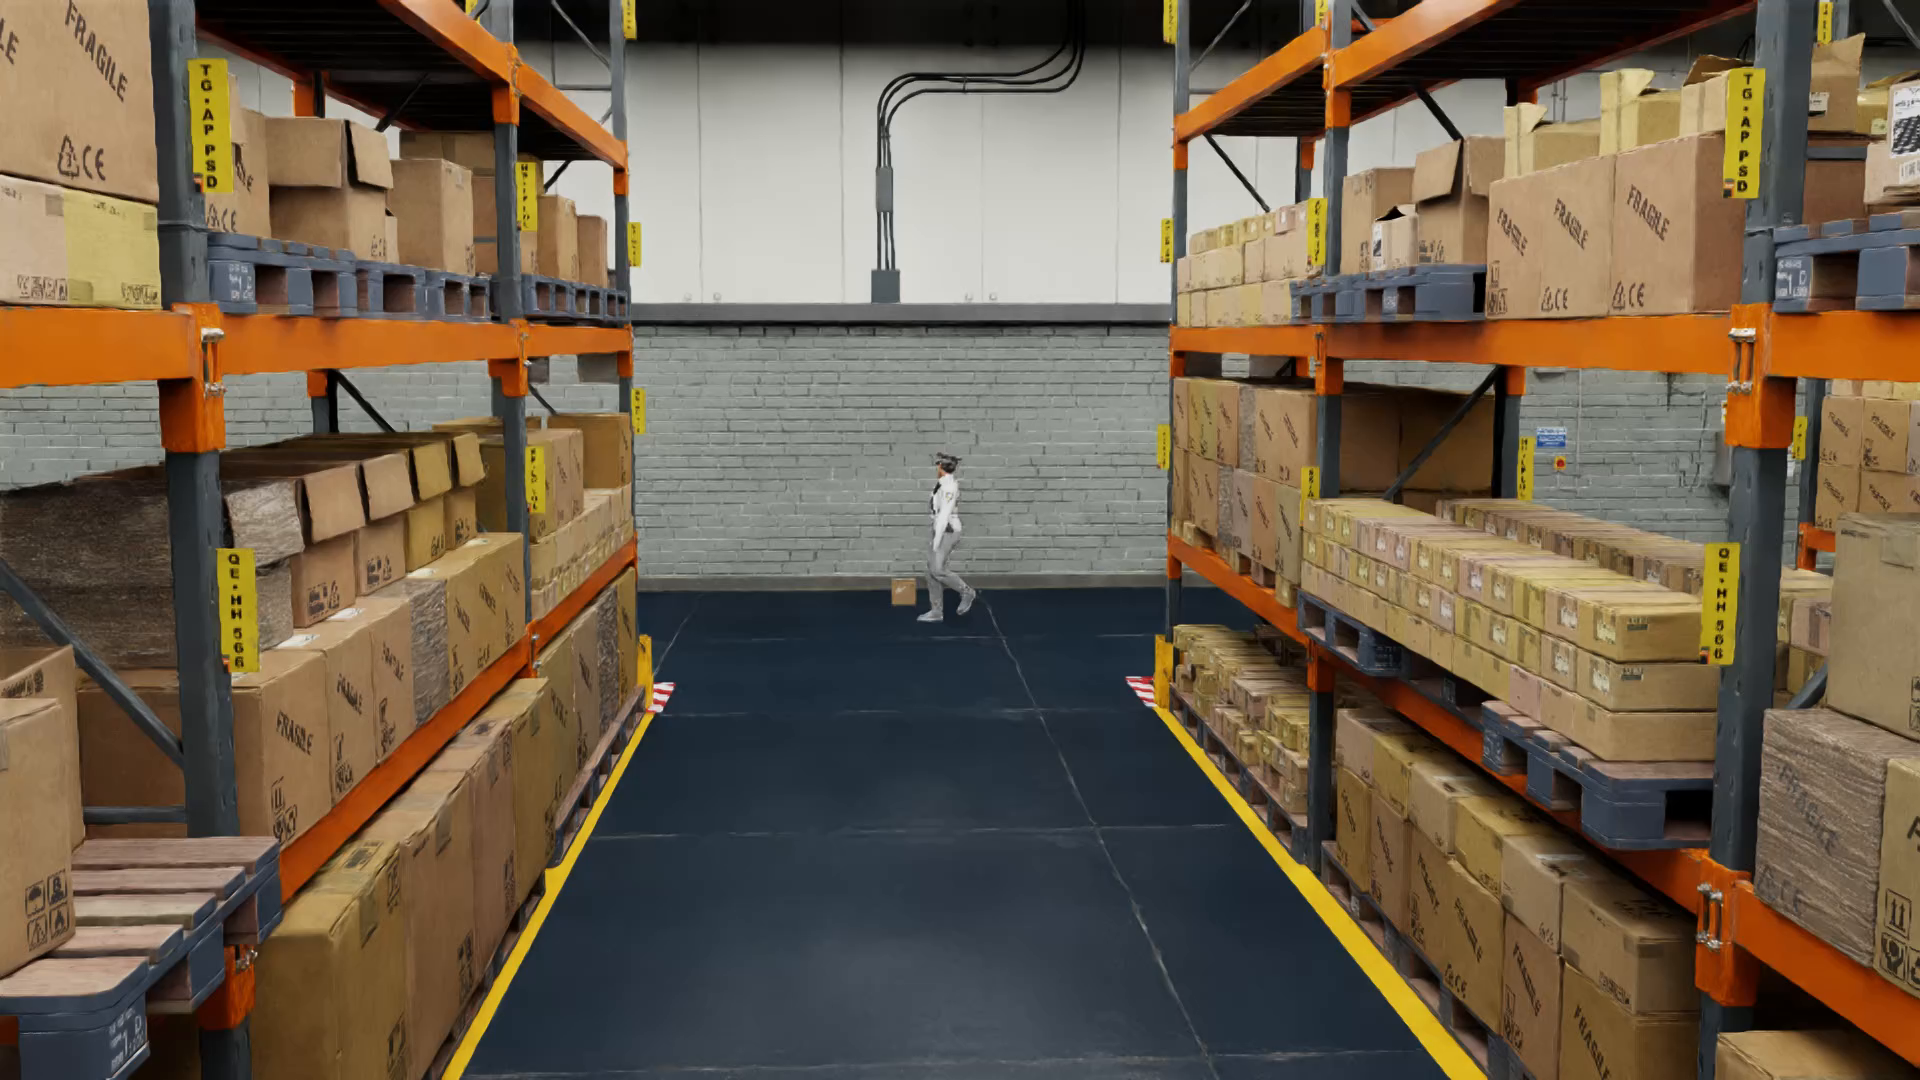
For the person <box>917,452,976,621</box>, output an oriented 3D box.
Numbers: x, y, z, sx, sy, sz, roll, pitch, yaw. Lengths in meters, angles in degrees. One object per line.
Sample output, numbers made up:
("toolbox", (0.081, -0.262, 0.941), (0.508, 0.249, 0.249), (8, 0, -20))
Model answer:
("person", (-0.171, -0.046, 16.232), (0.605, 1.625, 0.527), (-2, 7, -15))
